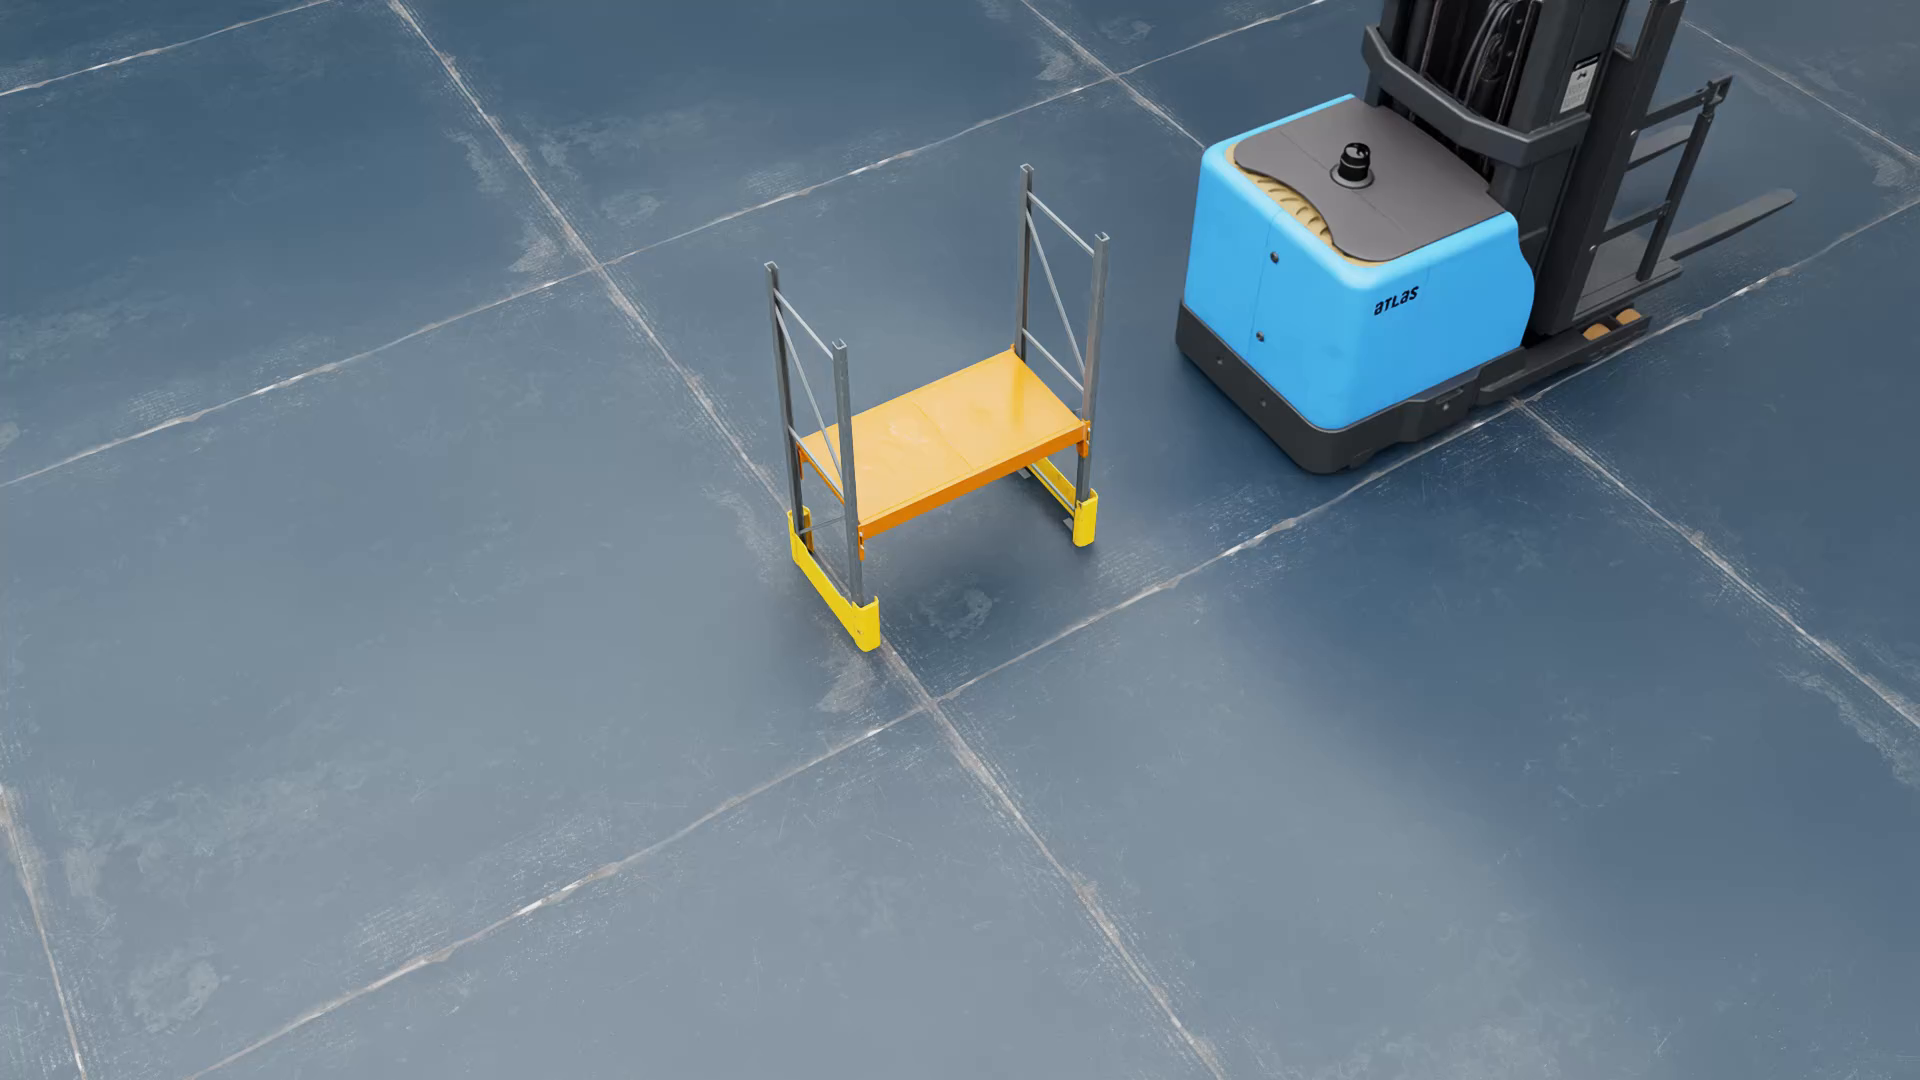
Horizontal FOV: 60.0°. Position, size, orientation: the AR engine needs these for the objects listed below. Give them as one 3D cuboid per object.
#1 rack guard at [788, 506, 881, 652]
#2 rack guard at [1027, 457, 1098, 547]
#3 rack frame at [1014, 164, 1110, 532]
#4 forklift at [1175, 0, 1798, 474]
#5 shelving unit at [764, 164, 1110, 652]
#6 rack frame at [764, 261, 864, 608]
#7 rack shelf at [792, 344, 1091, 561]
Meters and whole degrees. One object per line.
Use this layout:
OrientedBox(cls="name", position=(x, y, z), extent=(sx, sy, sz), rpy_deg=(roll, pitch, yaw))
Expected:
OrientedBox(cls="rack guard", position=(-0.486, 0.146, 6.398), extent=(0.087, 0.250, 0.587), rpy_deg=(-25, 53, -21))
OrientedBox(cls="rack guard", position=(0.357, -0.251, 6.752), extent=(0.087, 0.250, 0.587), rpy_deg=(-25, 53, -21))
OrientedBox(cls="rack frame", position=(0.358, -0.667, 6.285), extent=(0.032, 1.500, 0.500), rpy_deg=(-25, 53, -21))
OrientedBox(cls="forklift", position=(2.485, -2.087, 6.591), extent=(3.031, 2.935, 1.130), rpy_deg=(-24, 53, -20))
OrientedBox(cls="shelving unit", position=(-0.064, -0.468, 6.108), extent=(1.083, 1.500, 0.587), rpy_deg=(-25, 53, -21))
OrientedBox(cls="rack frame", position=(-0.502, -0.262, 5.925), extent=(0.032, 1.500, 0.500), rpy_deg=(-25, 53, -21))
OrientedBox(cls="rack shelf", position=(-0.072, -0.345, 6.239), extent=(1.000, 0.185, 0.538), rpy_deg=(-25, 53, -21))
